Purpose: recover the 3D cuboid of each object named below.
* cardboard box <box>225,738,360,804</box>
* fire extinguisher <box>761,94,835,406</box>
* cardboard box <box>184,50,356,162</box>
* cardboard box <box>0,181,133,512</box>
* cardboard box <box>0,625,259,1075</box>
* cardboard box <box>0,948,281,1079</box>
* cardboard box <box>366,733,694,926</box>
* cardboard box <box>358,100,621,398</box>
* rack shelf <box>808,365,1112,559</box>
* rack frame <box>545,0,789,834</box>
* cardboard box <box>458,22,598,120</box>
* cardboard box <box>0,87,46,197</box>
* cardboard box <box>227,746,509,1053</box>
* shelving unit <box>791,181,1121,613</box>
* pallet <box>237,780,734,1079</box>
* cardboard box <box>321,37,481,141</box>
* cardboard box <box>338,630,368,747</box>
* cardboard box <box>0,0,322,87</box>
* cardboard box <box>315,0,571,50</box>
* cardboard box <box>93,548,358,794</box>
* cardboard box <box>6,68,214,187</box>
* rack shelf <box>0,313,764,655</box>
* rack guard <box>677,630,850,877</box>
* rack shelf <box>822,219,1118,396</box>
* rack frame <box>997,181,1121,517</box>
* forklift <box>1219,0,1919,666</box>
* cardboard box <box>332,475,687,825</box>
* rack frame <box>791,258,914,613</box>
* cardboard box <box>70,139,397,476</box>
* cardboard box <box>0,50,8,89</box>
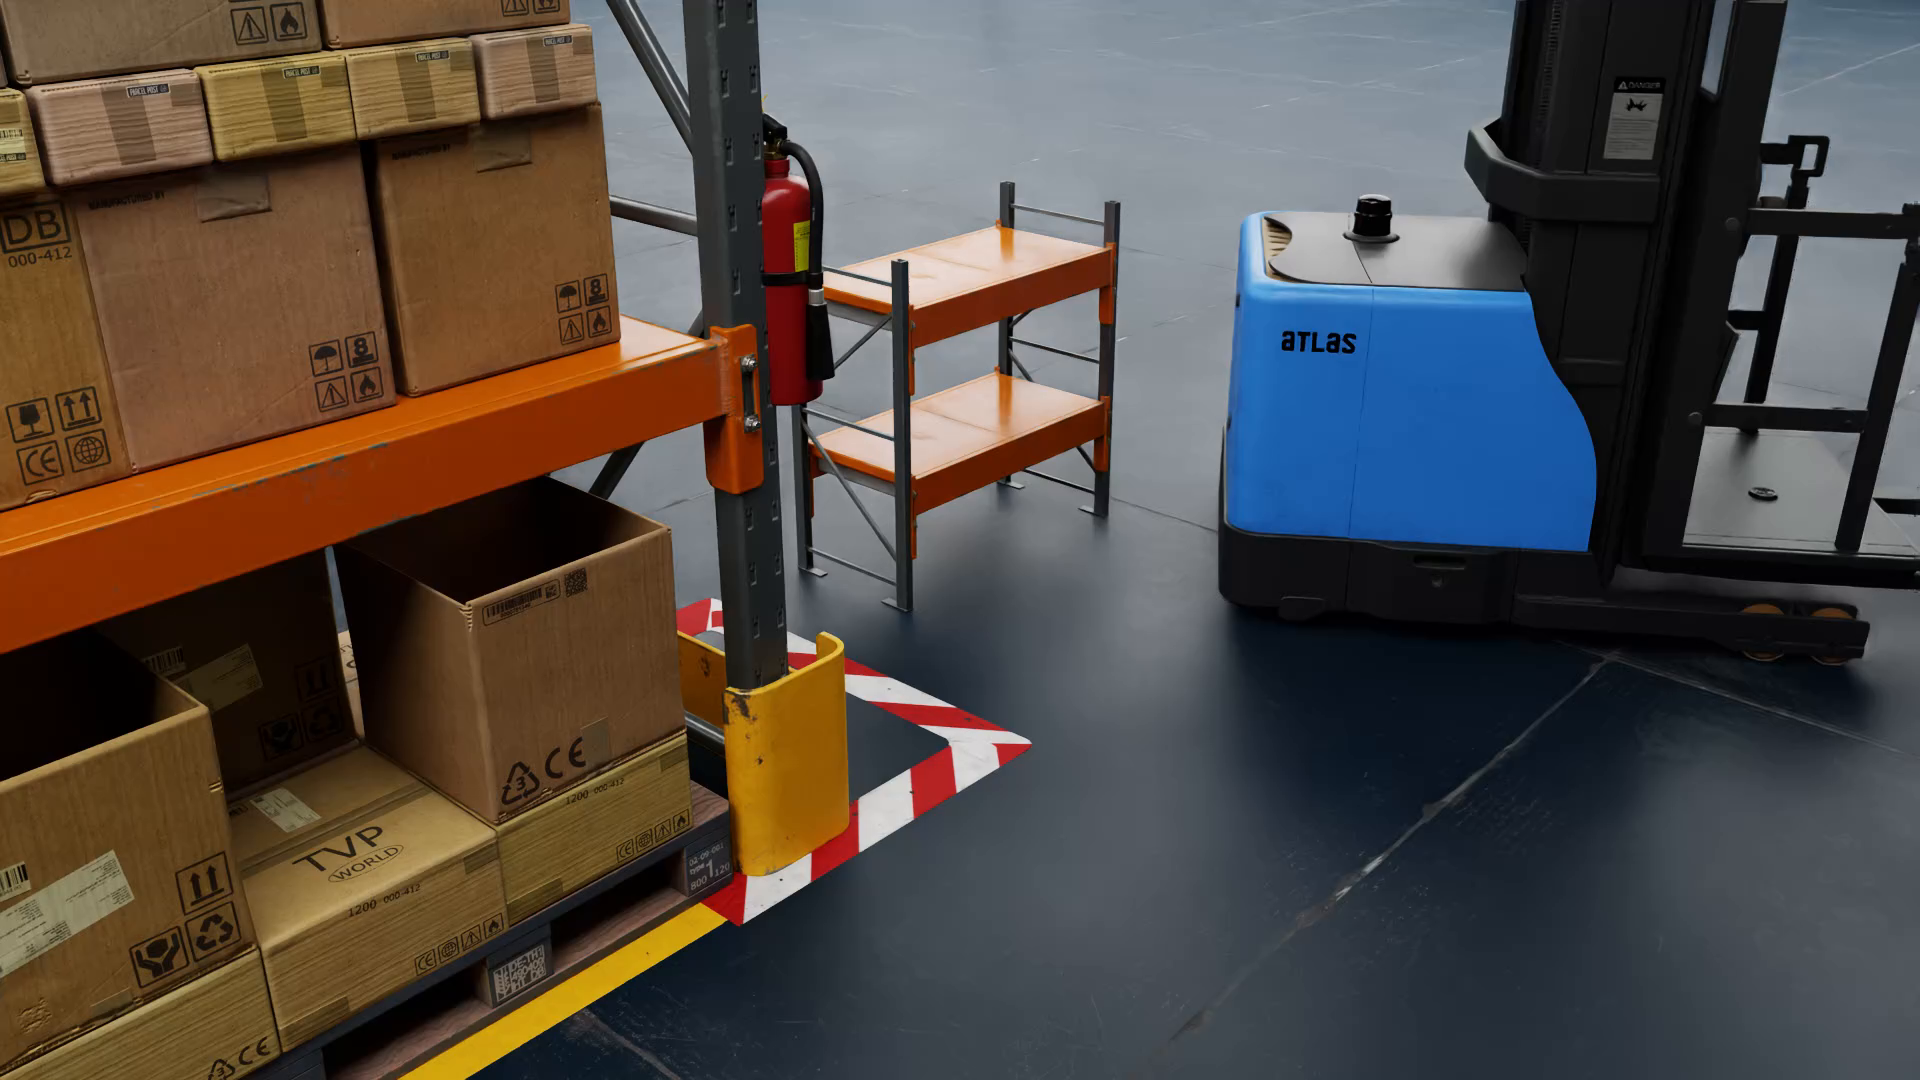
[{"bbox_3d":[-1.670,0.559,3.685,0.500,0.250,0.500,20,31,38],"label":"cardboard box"},{"bbox_3d":[-0.391,-0.634,3.592,0.296,0.674,0.183,20,31,38],"label":"fire extinguisher"},{"bbox_3d":[-1.273,-0.775,2.898,0.380,0.149,0.250,20,31,37],"label":"cardboard box"},{"bbox_3d":[-1.819,-0.356,2.755,0.700,0.500,0.500,20,31,38],"label":"cardboard box"},{"bbox_3d":[-1.609,0.514,2.868,0.500,0.500,0.500,20,31,38],"label":"cardboard box"},{"bbox_3d":[-1.611,0.855,3.023,0.500,0.250,0.500,20,31,38],"label":"cardboard box"},{"bbox_3d":[-0.954,0.547,3.711,0.500,0.250,0.500,20,31,38],"label":"cardboard box"},{"bbox_3d":[-1.137,-0.667,3.449,0.700,0.500,0.500,20,31,38],"label":"cardboard box"},{"bbox_3d":[-0.005,-0.288,5.615,0.538,0.278,1.000,20,31,38],"label":"rack shelf"},{"bbox_3d":[-0.816,-0.760,3.779,1.000,3.000,0.127,20,31,38],"label":"rack frame"},{"bbox_3d":[-0.929,-0.933,3.250,0.380,0.149,0.250,20,31,37],"label":"cardboard box"},{"bbox_3d":[-1.618,-0.619,2.549,0.380,0.149,0.250,21,32,39],"label":"cardboard box"},{"bbox_3d":[-1.278,0.703,3.364,0.500,0.250,0.500,20,31,38],"label":"cardboard box"},{"bbox_3d":[-0.005,-0.511,5.515,0.538,1.125,1.048,20,31,38],"label":"shelving unit"},{"bbox_3d":[-1.295,0.757,3.804,1.003,0.211,1.213,20,31,38],"label":"pallet"},{"bbox_3d":[-1.103,-0.853,3.071,0.380,0.149,0.250,21,32,39],"label":"cardboard box"},{"bbox_3d":[-1.339,0.406,4.027,0.500,0.250,0.500,20,31,38],"label":"cardboard box"},{"bbox_3d":[-1.519,-1.081,2.787,0.700,0.500,0.500,19,30,36],"label":"cardboard box"},{"bbox_3d":[-1.172,-1.243,3.148,0.700,0.500,0.500,20,31,38],"label":"cardboard box"},{"bbox_3d":[-1.672,0.216,3.532,0.500,0.500,0.500,20,31,38],"label":"cardboard box"},{"bbox_3d":[-1.443,-0.699,2.728,0.380,0.149,0.250,21,31,38],"label":"cardboard box"},{"bbox_3d":[-2.151,0.177,2.567,1.077,0.370,4.000,20,31,38],"label":"rack shelf"},{"bbox_3d":[-0.800,0.373,4.307,1.175,0.500,0.348,20,31,38],"label":"rack guard"},{"bbox_3d":[-0.005,-0.778,5.396,0.538,0.278,1.000,20,31,38],"label":"rack shelf"},{"bbox_3d":[0.335,-0.666,5.861,0.500,1.125,0.032,20,31,38],"label":"rack frame"},{"bbox_3d":[2.373,-1.199,4.841,3.031,2.935,1.130,3,24,7],"label":"forklift"},{"bbox_3d":[-0.952,0.205,3.557,0.500,0.500,0.500,20,31,38],"label":"cardboard box"},{"bbox_3d":[-0.344,-0.356,5.170,0.500,1.125,0.032,20,31,38],"label":"rack frame"},{"bbox_3d":[-1.484,-0.506,3.089,0.700,0.500,0.500,21,32,39],"label":"cardboard box"},{"bbox_3d":[-1.855,-0.927,2.444,0.700,0.500,0.500,20,31,38],"label":"cardboard box"}]
